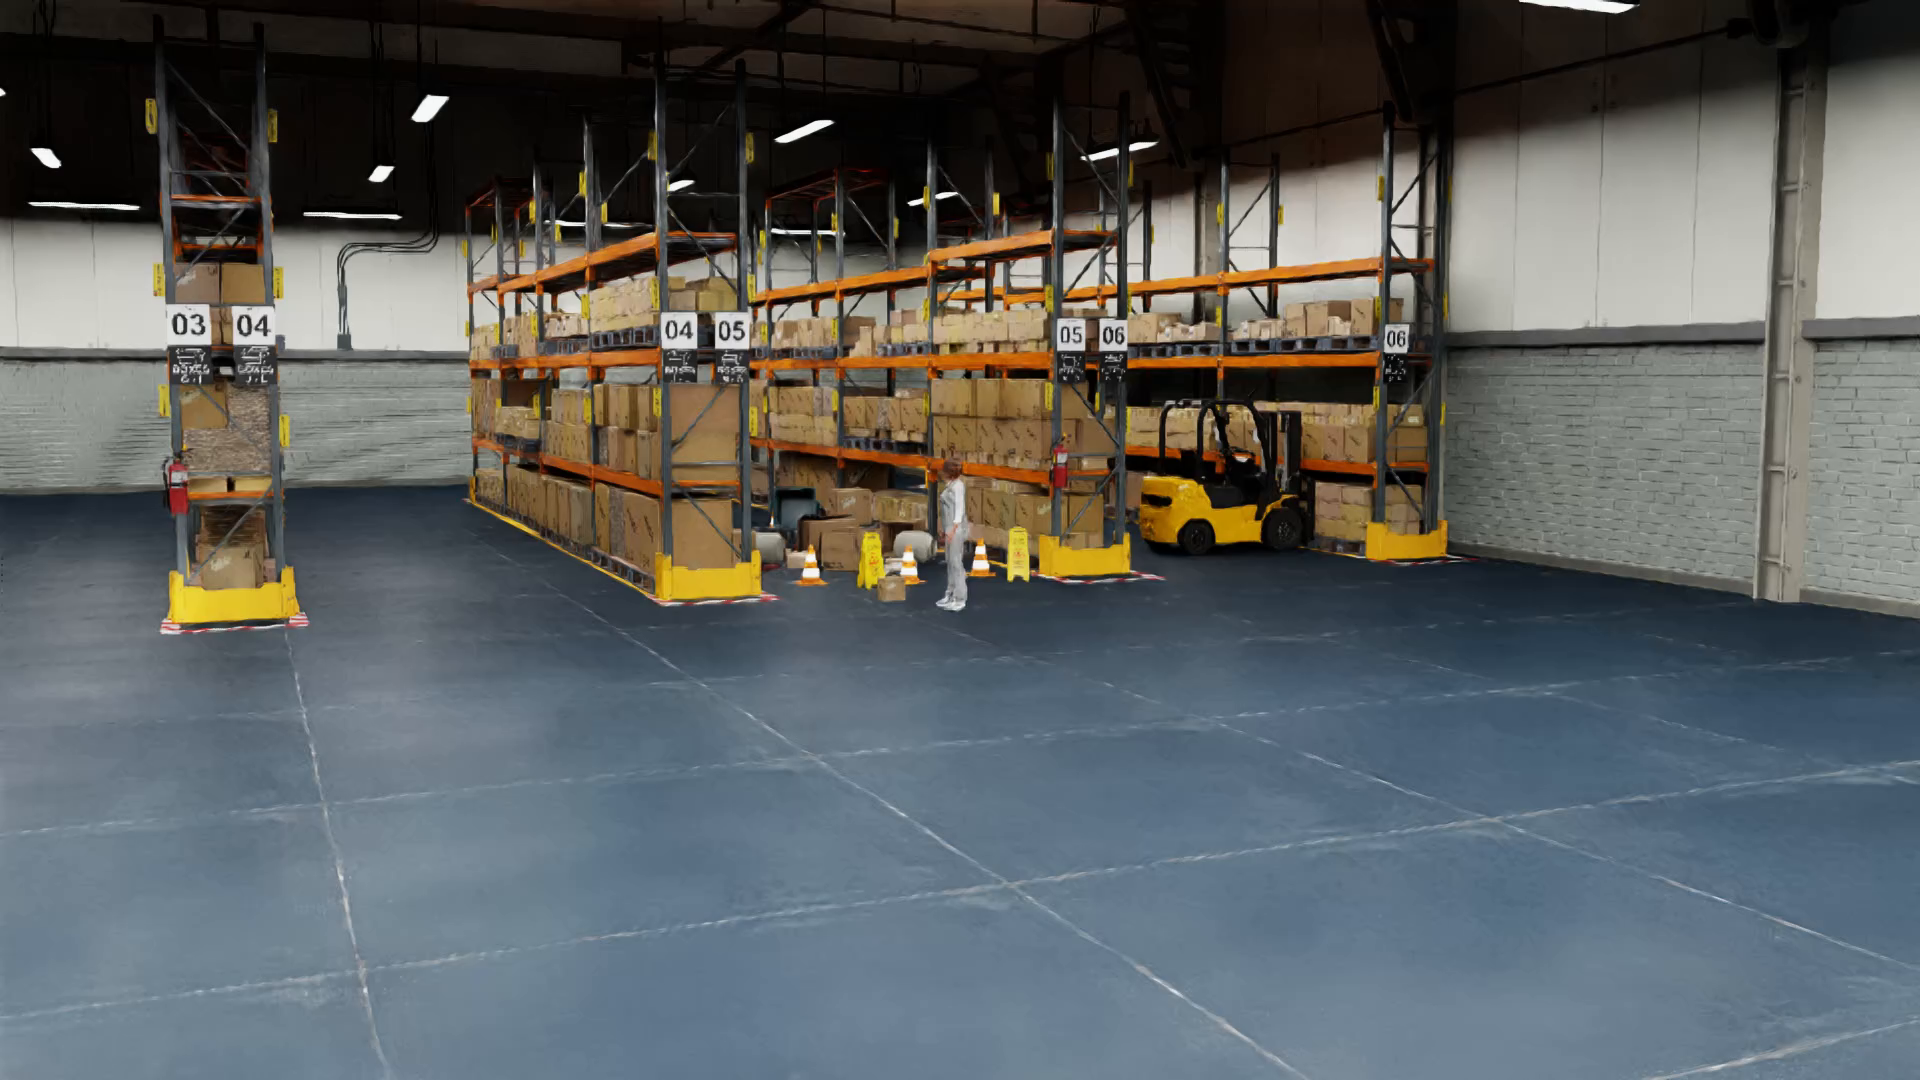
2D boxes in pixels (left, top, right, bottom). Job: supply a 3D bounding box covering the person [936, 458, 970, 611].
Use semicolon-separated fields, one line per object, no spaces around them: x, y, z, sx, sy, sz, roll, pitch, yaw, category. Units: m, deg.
-0.077;-0.067;17.802;0.363;1.632;0.460;-1;6;-12;person
